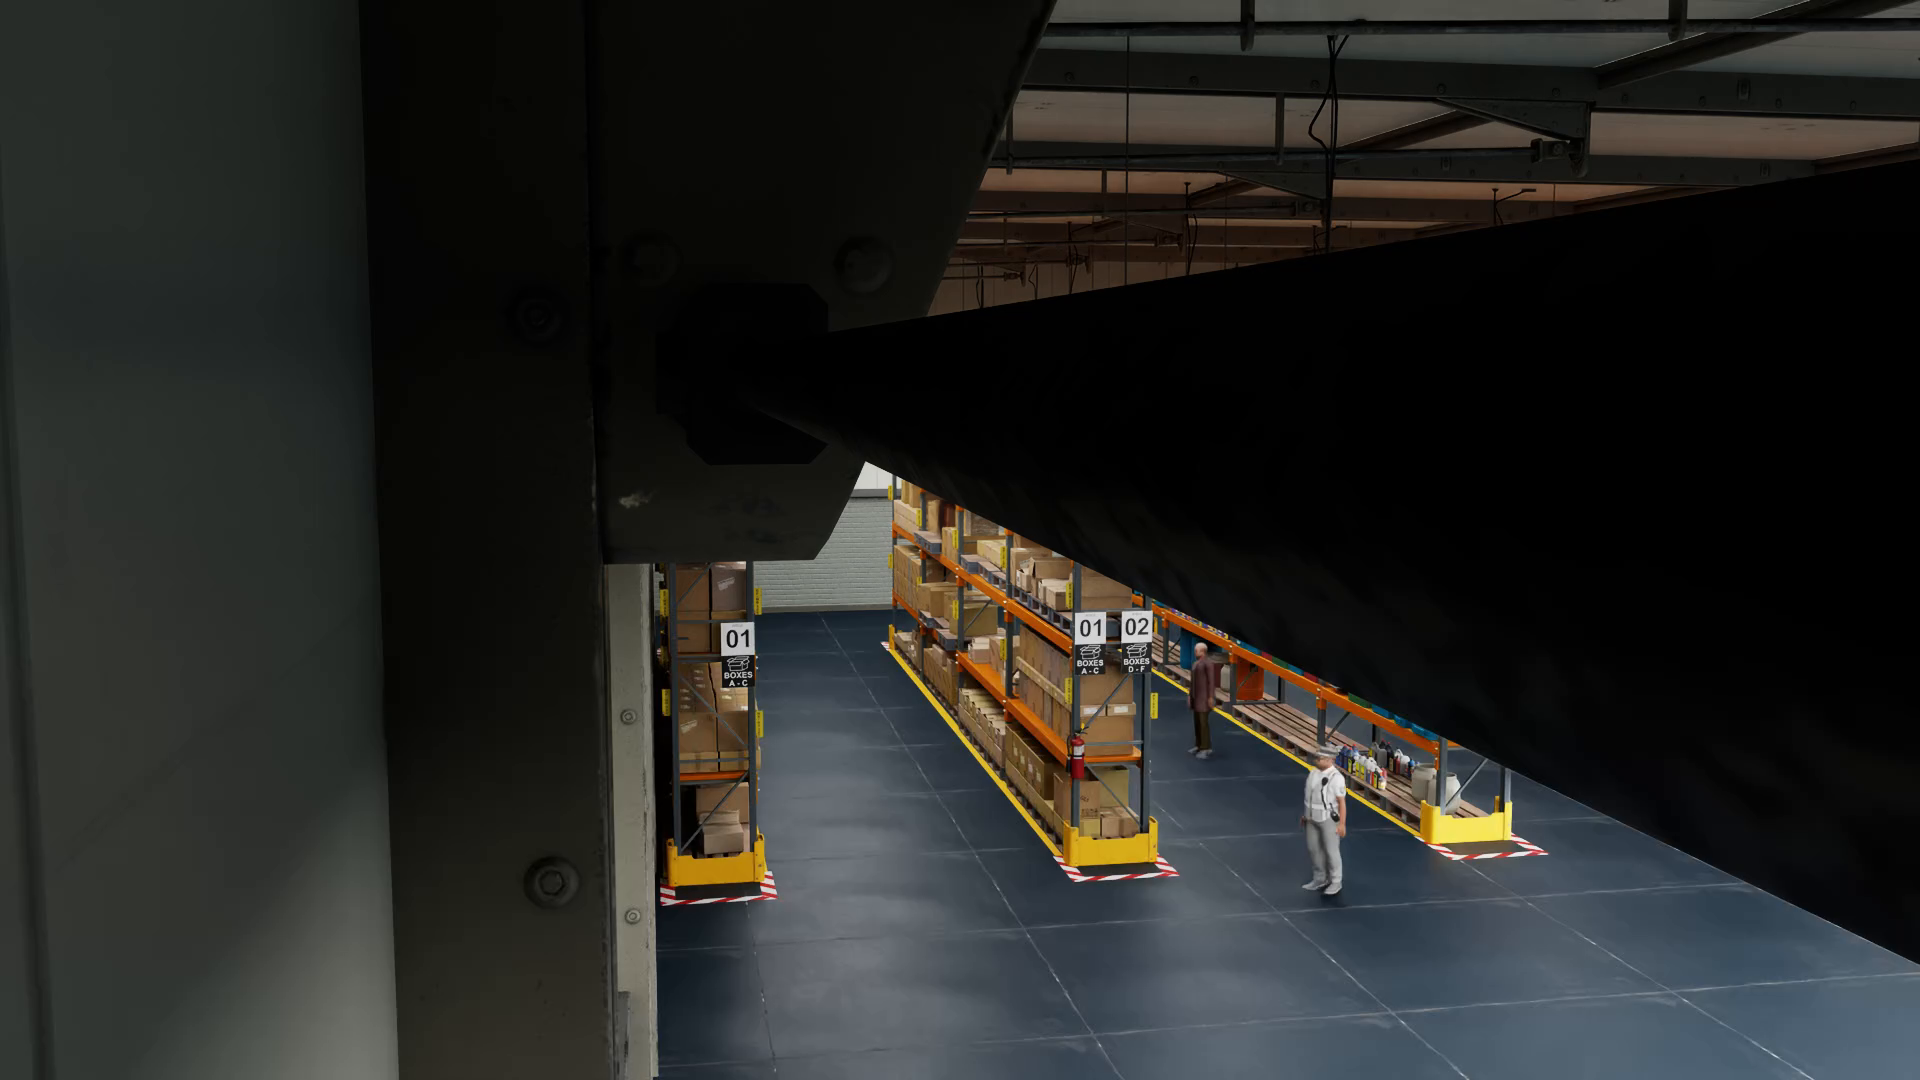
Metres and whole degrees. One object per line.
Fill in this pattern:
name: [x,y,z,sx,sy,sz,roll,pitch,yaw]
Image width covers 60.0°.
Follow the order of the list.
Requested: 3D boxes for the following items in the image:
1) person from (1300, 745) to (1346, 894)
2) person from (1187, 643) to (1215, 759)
person: [4.327,3.330,19.791,0.421,1.805,0.674,-5,8,-37]
person: [3.857,2.570,26.743,0.391,1.827,0.675,-2,6,-16]
